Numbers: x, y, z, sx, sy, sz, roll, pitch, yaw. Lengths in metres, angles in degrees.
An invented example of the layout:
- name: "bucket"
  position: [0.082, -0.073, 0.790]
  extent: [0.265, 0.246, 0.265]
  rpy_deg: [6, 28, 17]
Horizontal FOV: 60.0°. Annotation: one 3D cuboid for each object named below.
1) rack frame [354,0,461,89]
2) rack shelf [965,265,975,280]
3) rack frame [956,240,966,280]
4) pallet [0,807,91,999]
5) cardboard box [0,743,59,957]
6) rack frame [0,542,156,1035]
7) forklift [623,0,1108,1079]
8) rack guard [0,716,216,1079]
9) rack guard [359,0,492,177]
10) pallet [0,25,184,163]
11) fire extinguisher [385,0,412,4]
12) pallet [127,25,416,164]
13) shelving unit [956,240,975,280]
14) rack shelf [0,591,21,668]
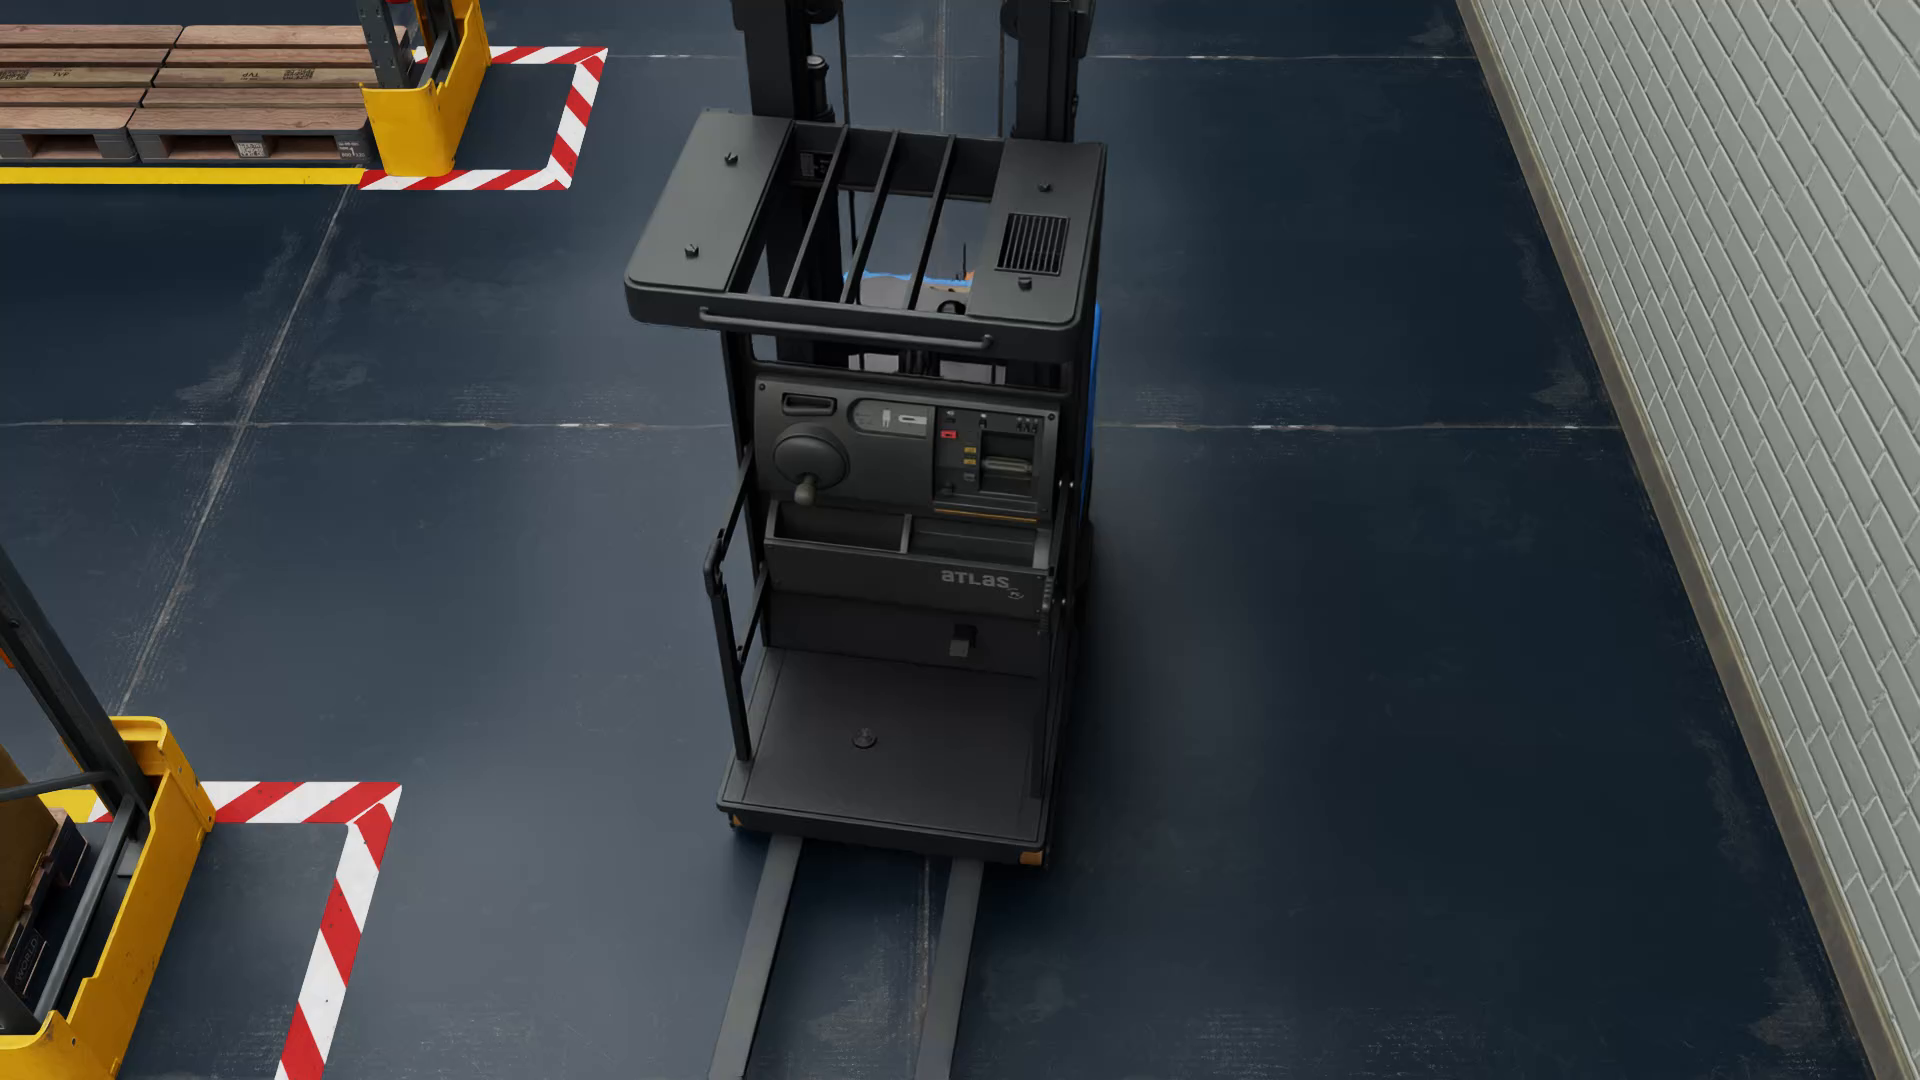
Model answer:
- name: "rack frame"
  position: [-2.794, -3.292, 7.764]
  extent: [0.127, 3.000, 1.000]
  rpy_deg: [0, 47, 0]
- name: "rack shelf"
  position: [0.126, -0.894, 6.491]
  extent: [0.240, 0.259, 0.215]
  rpy_deg: [6, 47, 6]
- name: "rack frame"
  position: [0.005, -0.721, 6.704]
  extent: [0.008, 1.050, 0.200]
  rpy_deg: [6, 47, 6]
- name: "pallet"
  position: [-3.612, 1.339, 5.359]
  extent: [1.213, 0.211, 1.003]
  rpy_deg: [0, 47, 0]
- name: "cardboard box"
  position: [-3.453, 0.972, 4.961]
  extent: [0.875, 0.875, 0.875]
  rpy_deg: [0, 47, 0]
- name: "rack frame"
  position: [-2.813, 0.334, 4.390]
  extent: [0.127, 3.000, 1.000]
  rpy_deg: [0, 47, 0]
- name: "forklift"
  position: [-0.197, -0.171, 4.907]
  extent: [1.130, 2.935, 3.031]
  rpy_deg: [6, 47, 6]
- name: "rack guard"
  position: [-2.789, 1.186, 5.305]
  extent: [0.348, 0.500, 1.175]
  rpy_deg: [0, 47, 0]
- name: "rack guard"
  position: [-2.770, -2.449, 8.688]
  extent: [0.348, 0.500, 1.175]
  rpy_deg: [0, 47, 0]
- name: "pallet"
  position: [-4.836, -2.378, 8.819]
  extent: [1.213, 0.211, 1.003]
  rpy_deg: [0, 47, 0]
- name: "fire extinguisher"
  position: [-2.645, -2.805, 7.619]
  extent: [0.183, 0.674, 0.296]
  rpy_deg: [0, 47, 0]
- name: "pallet"
  position: [-3.619, -2.372, 8.814]
  extent: [1.213, 0.211, 1.003]
  rpy_deg: [0, 47, 0]
- name: "shelving unit"
  position: [0.126, -0.708, 6.691]
  extent: [0.252, 1.050, 0.215]
  rpy_deg: [6, 47, 6]
- name: "rack shelf"
  position: [-4.813, 0.574, 4.658]
  extent: [4.000, 0.370, 1.077]
  rpy_deg: [0, 47, 0]
